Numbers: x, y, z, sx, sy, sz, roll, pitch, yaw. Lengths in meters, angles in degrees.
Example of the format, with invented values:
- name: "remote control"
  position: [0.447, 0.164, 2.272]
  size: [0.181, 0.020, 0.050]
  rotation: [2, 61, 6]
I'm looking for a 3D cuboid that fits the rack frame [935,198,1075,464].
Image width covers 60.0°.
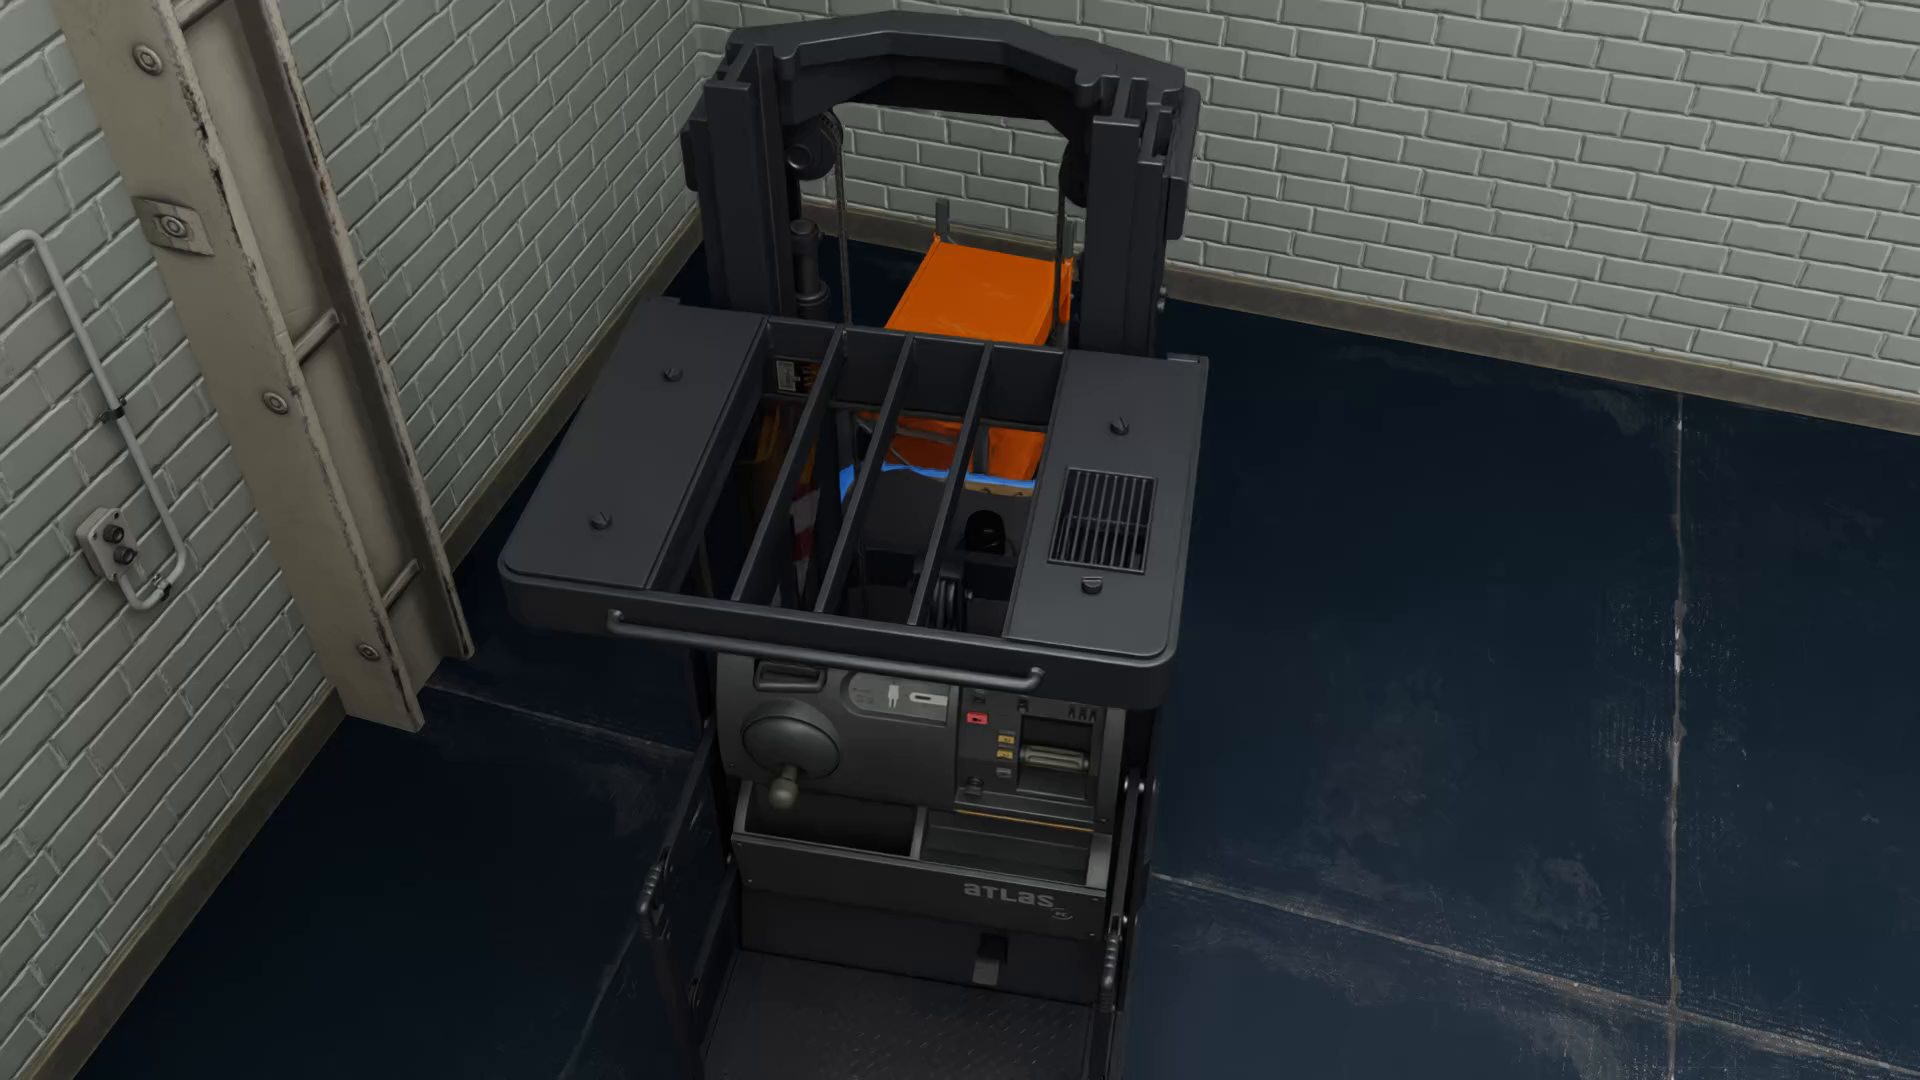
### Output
- name: "rack frame"
  position: [0.156, -0.745, 6.207]
  size: [0.500, 1.125, 0.032]
  rotation: [13, 46, 13]

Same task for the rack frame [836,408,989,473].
- name: "rack frame"
  position: [-0.152, -0.068, 5.515]
  size: [0.500, 1.125, 0.032]
  rotation: [13, 46, 13]

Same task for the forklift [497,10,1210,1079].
- name: "forklift"
  position: [-0.131, 0.542, 3.600]
  size: [1.130, 2.935, 3.031]
  rotation: [7, 45, 7]

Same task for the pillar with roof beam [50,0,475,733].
- name: "pillar with roof beam"
  position: [2.193, -1.821, 1.677]
  size: [9.100, 9.000, 0.400]
  rotation: [13, 46, 13]

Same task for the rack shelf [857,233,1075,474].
- name: "rack shelf"
  position: [0.002, -0.616, 5.656]
  size: [0.538, 0.278, 1.000]
  rotation: [13, 46, 13]

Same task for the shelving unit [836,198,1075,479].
- name: "shelving unit"
  position: [0.002, -0.407, 5.861]
  size: [0.538, 1.125, 1.048]
  rotation: [13, 46, 13]

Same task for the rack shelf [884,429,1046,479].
- name: "rack shelf"
  position: [0.002, -0.232, 6.032]
  size: [0.538, 0.278, 1.000]
  rotation: [13, 46, 13]

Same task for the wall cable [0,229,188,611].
- name: "wall cable"
  position: [-2.417, -0.022, 3.402]
  size: [0.084, 1.984, 1.851]
  rotation: [13, 46, 13]
